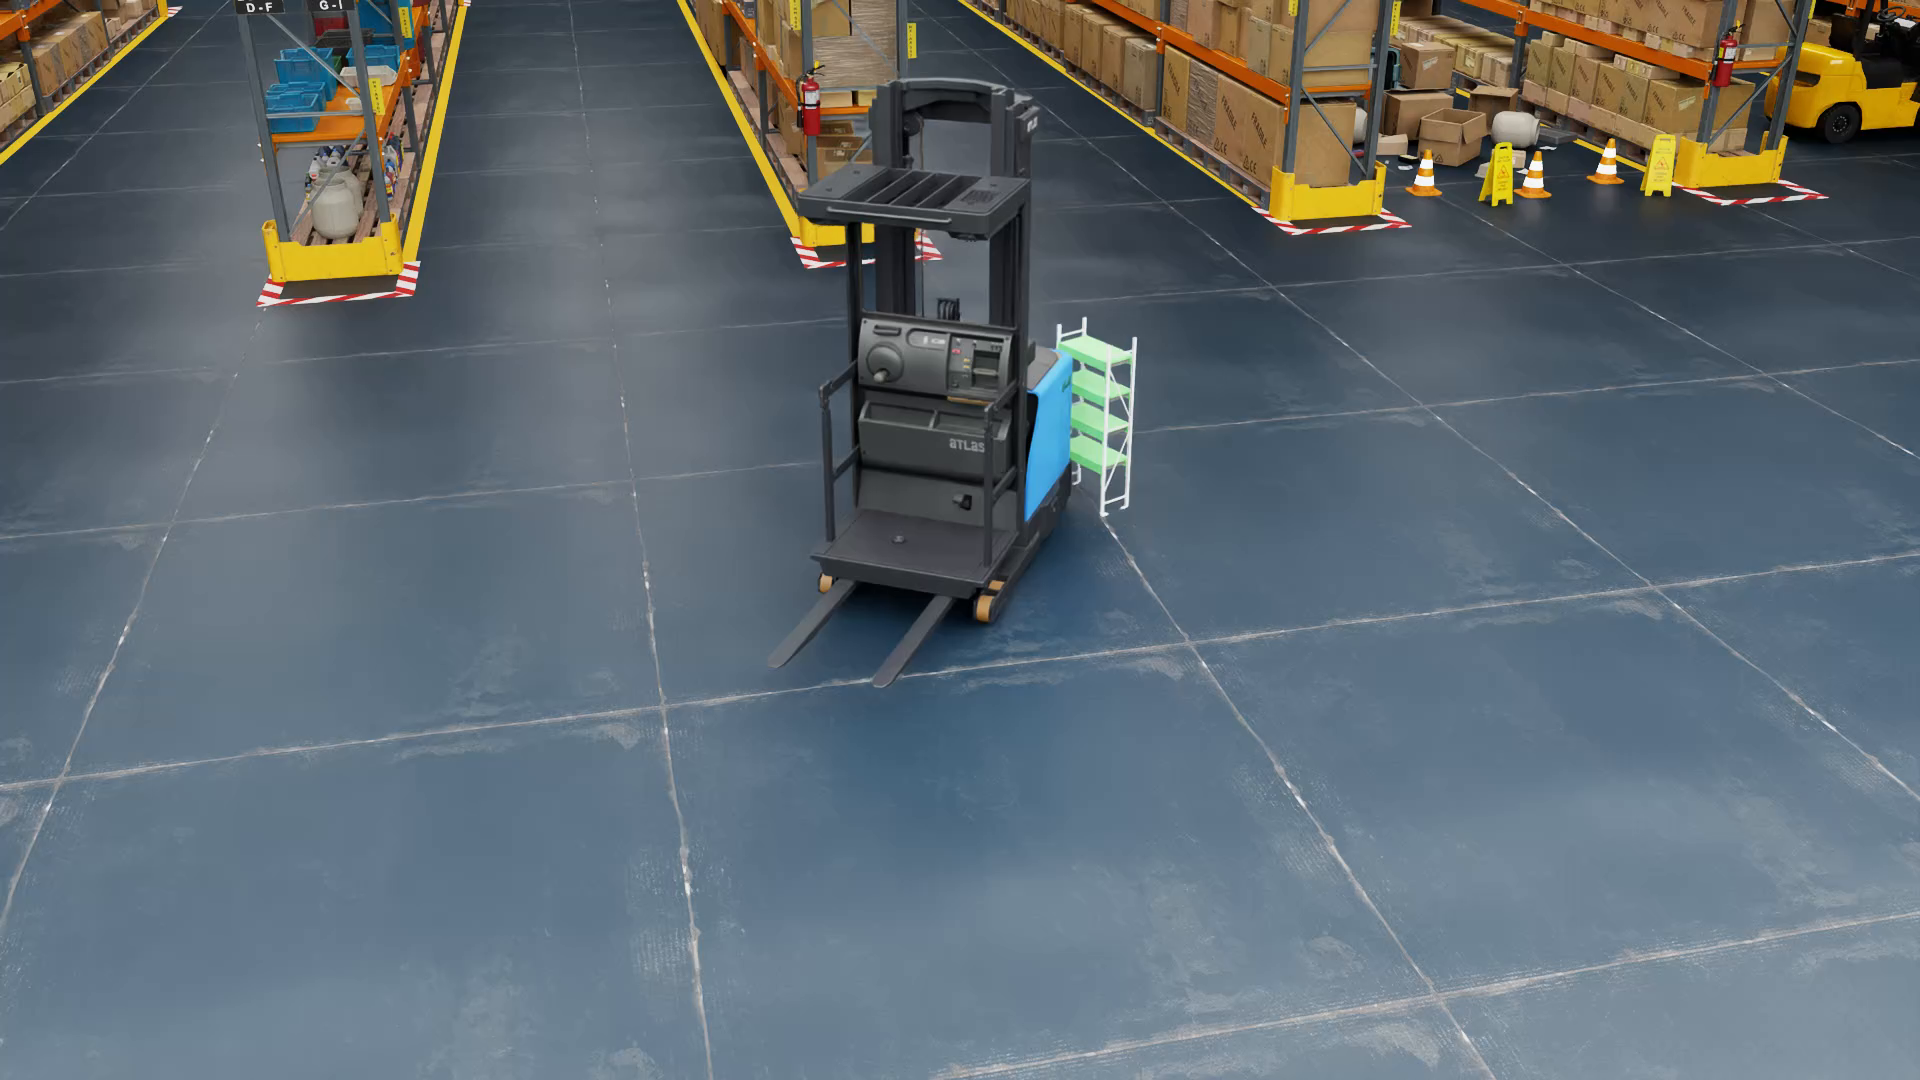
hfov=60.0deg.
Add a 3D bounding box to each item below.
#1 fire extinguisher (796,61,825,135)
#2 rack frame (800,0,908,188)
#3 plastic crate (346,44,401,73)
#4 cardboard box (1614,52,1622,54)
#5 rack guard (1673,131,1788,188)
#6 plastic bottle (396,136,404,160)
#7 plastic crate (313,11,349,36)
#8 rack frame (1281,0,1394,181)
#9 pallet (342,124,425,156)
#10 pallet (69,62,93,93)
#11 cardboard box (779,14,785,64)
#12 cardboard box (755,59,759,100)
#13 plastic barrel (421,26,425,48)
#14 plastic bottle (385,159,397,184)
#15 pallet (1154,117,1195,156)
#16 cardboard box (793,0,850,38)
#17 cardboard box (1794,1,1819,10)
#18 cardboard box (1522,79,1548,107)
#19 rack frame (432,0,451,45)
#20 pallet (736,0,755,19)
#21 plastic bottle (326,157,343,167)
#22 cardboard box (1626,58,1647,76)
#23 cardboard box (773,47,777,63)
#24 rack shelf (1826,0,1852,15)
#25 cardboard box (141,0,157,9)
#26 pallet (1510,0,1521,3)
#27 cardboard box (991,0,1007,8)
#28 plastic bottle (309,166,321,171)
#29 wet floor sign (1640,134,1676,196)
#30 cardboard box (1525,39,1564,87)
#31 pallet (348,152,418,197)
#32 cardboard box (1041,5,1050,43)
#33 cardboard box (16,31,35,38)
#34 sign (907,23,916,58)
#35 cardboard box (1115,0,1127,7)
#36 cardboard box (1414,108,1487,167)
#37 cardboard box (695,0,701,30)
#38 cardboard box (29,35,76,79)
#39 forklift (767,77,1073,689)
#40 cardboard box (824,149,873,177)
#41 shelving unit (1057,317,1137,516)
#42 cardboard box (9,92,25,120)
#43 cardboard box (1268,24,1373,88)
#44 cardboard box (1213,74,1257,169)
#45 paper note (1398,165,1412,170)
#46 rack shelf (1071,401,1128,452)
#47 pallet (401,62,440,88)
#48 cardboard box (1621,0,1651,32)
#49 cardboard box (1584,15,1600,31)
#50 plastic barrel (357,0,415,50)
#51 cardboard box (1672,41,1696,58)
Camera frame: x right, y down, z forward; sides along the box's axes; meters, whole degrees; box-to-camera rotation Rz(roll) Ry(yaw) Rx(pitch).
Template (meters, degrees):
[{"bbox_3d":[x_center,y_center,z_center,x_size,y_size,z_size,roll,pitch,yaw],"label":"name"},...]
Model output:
[{"bbox_3d":[-1.423,-4.214,15.855,0.296,0.674,0.183,-6,27,-12],"label":"fire extinguisher"},{"bbox_3d":[-1.000,-4.345,16.030,1.000,3.000,0.127,-6,27,-12],"label":"rack frame"},{"bbox_3d":[-6.213,-5.074,17.638,0.499,0.251,0.616,-6,27,-12],"label":"plastic crate"},{"bbox_3d":[8.381,-5.723,20.513,0.500,0.500,0.500,-5,27,-9],"label":"cardboard box"},{"bbox_3d":[8.638,-4.269,18.653,1.175,0.500,0.348,-6,27,-12],"label":"rack guard"},{"bbox_3d":[-6.297,-4.404,18.674,0.061,0.283,0.133,-5,27,-9],"label":"plastic bottle"},{"bbox_3d":[-7.134,-5.808,18.858,0.402,0.464,0.583,-6,27,-12],"label":"plastic crate"},{"bbox_3d":[3.855,-4.805,16.940,1.000,3.000,0.127,-6,27,-12],"label":"rack frame"},{"bbox_3d":[-6.942,-4.694,19.816,1.003,0.211,1.213,-6,27,-12],"label":"pallet"},{"bbox_3d":[-12.858,-6.474,23.343,1.003,0.211,1.213,-6,27,-12],"label":"pallet"},{"bbox_3d":[-1.397,-5.198,17.279,0.875,0.500,0.500,-6,27,-12],"label":"cardboard box"},{"bbox_3d":[-2.234,-5.910,21.417,0.700,0.500,0.500,-8,28,-16],"label":"cardboard box"},{"bbox_3d":[-8.264,-7.810,24.757,0.600,0.901,0.708,-6,27,-12],"label":"plastic barrel"},{"bbox_3d":[-6.076,-3.932,17.750,0.097,0.271,0.097,0,27,0],"label":"plastic bottle"},{"bbox_3d":[3.049,-4.974,20.370,1.003,0.211,1.213,-6,27,-12],"label":"pallet"},{"bbox_3d":[-1.365,-5.186,16.144,0.500,0.500,0.500,-6,27,-12],"label":"cardboard box"},{"bbox_3d":[12.122,-7.640,24.727,0.875,0.625,0.625,-7,28,-14],"label":"cardboard box"},{"bbox_3d":[7.624,-5.781,21.461,0.500,0.250,0.500,-7,28,-14],"label":"cardboard box"},{"bbox_3d":[-8.530,-9.110,25.471,1.000,3.000,0.127,-6,27,-12],"label":"rack frame"},{"bbox_3d":[-2.317,-6.907,21.318,1.003,0.211,1.213,-6,27,-12],"label":"pallet"},{"bbox_3d":[-6.672,-3.939,17.760,0.152,0.276,0.135,-6,27,-12],"label":"plastic bottle"},{"bbox_3d":[8.019,-5.526,19.403,0.380,0.149,0.250,-5,27,-11],"label":"cardboard box"},{"bbox_3d":[-1.840,-5.318,18.236,0.380,0.149,0.250,-6,27,-12],"label":"cardboard box"},{"bbox_3d":[12.138,-8.170,24.407,1.077,0.370,4.000,-6,27,-12],"label":"rack shelf"},{"bbox_3d":[-13.895,-9.232,27.997,0.500,0.500,0.500,-6,27,-12],"label":"cardboard box"},{"bbox_3d":[7.723,-7.372,22.240,1.003,0.211,1.213,-6,27,-12],"label":"pallet"},{"bbox_3d":[0.731,-9.125,28.198,0.380,0.149,0.250,-6,27,-11],"label":"cardboard box"},{"bbox_3d":[-6.728,-3.759,17.403,0.152,0.276,0.135,-7,28,-13],"label":"plastic bottle"},{"bbox_3d":[7.655,-4.109,18.174,0.267,0.644,0.232,3,27,6],"label":"wet floor sign"},{"bbox_3d":[7.624,-6.116,21.292,0.500,0.500,0.500,-5,27,-9],"label":"cardboard box"},{"bbox_3d":[-6.616,-4.055,18.549,1.003,0.211,1.213,-6,27,-12],"label":"pallet"},{"bbox_3d":[1.536,-7.879,25.339,0.500,0.500,0.500,-5,27,-10],"label":"cardboard box"},{"bbox_3d":[-13.135,-6.777,23.134,0.500,0.500,0.500,-7,28,-14],"label":"cardboard box"},{"bbox_3d":[-0.471,-4.787,15.944,0.100,0.325,0.005,-6,27,-12],"label":"sign"},{"bbox_3d":[2.348,-7.251,21.676,0.500,0.500,0.500,-6,27,-11],"label":"cardboard box"},{"bbox_3d":[5.793,-4.751,19.605,0.637,0.503,0.797,19,32,32],"label":"cardboard box"},{"bbox_3d":[-3.541,-8.573,26.299,1.225,0.875,0.875,-6,27,-11],"label":"cardboard box"},{"bbox_3d":[-12.511,-6.612,22.808,0.500,0.500,0.500,-6,27,-12],"label":"cardboard box"},{"bbox_3d":[-0.219,-1.027,9.531,1.130,2.935,3.031,9,28,17],"label":"forklift"},{"bbox_3d":[-1.124,-3.693,17.045,0.500,0.500,0.500,-1,27,-2],"label":"cardboard box"},{"bbox_3d":[0.885,-0.817,11.038,0.258,1.200,0.503,-19,32,-33],"label":"shelving unit"},{"bbox_3d":[-11.979,-5.381,20.667,0.500,0.250,0.500,-6,27,-12],"label":"cardboard box"},{"bbox_3d":[3.727,-5.030,17.220,0.875,0.550,0.550,-6,27,-12],"label":"cardboard box"},{"bbox_3d":[3.438,-4.721,18.666,0.875,0.875,0.875,-6,27,-12],"label":"cardboard box"},{"bbox_3d":[5.165,-4.321,19.279,0.144,0.017,0.142,3,27,6],"label":"paper note"},{"bbox_3d":[0.885,-0.760,11.067,0.258,0.148,0.480,-19,32,-33],"label":"rack shelf"},{"bbox_3d":[-7.847,-6.451,23.298,1.003,0.211,1.213,-6,27,-12],"label":"pallet"},{"bbox_3d":[8.047,-6.180,19.223,0.500,0.500,0.500,-6,27,-12],"label":"cardboard box"},{"bbox_3d":[7.791,-6.262,20.107,0.380,0.149,0.250,-6,27,-11],"label":"cardboard box"},{"bbox_3d":[-6.519,-6.023,18.797,0.600,0.901,0.708,-6,27,-12],"label":"plastic barrel"},{"bbox_3d":[8.197,-5.482,18.561,0.380,0.149,0.250,-6,27,-12],"label":"cardboard box"}]
